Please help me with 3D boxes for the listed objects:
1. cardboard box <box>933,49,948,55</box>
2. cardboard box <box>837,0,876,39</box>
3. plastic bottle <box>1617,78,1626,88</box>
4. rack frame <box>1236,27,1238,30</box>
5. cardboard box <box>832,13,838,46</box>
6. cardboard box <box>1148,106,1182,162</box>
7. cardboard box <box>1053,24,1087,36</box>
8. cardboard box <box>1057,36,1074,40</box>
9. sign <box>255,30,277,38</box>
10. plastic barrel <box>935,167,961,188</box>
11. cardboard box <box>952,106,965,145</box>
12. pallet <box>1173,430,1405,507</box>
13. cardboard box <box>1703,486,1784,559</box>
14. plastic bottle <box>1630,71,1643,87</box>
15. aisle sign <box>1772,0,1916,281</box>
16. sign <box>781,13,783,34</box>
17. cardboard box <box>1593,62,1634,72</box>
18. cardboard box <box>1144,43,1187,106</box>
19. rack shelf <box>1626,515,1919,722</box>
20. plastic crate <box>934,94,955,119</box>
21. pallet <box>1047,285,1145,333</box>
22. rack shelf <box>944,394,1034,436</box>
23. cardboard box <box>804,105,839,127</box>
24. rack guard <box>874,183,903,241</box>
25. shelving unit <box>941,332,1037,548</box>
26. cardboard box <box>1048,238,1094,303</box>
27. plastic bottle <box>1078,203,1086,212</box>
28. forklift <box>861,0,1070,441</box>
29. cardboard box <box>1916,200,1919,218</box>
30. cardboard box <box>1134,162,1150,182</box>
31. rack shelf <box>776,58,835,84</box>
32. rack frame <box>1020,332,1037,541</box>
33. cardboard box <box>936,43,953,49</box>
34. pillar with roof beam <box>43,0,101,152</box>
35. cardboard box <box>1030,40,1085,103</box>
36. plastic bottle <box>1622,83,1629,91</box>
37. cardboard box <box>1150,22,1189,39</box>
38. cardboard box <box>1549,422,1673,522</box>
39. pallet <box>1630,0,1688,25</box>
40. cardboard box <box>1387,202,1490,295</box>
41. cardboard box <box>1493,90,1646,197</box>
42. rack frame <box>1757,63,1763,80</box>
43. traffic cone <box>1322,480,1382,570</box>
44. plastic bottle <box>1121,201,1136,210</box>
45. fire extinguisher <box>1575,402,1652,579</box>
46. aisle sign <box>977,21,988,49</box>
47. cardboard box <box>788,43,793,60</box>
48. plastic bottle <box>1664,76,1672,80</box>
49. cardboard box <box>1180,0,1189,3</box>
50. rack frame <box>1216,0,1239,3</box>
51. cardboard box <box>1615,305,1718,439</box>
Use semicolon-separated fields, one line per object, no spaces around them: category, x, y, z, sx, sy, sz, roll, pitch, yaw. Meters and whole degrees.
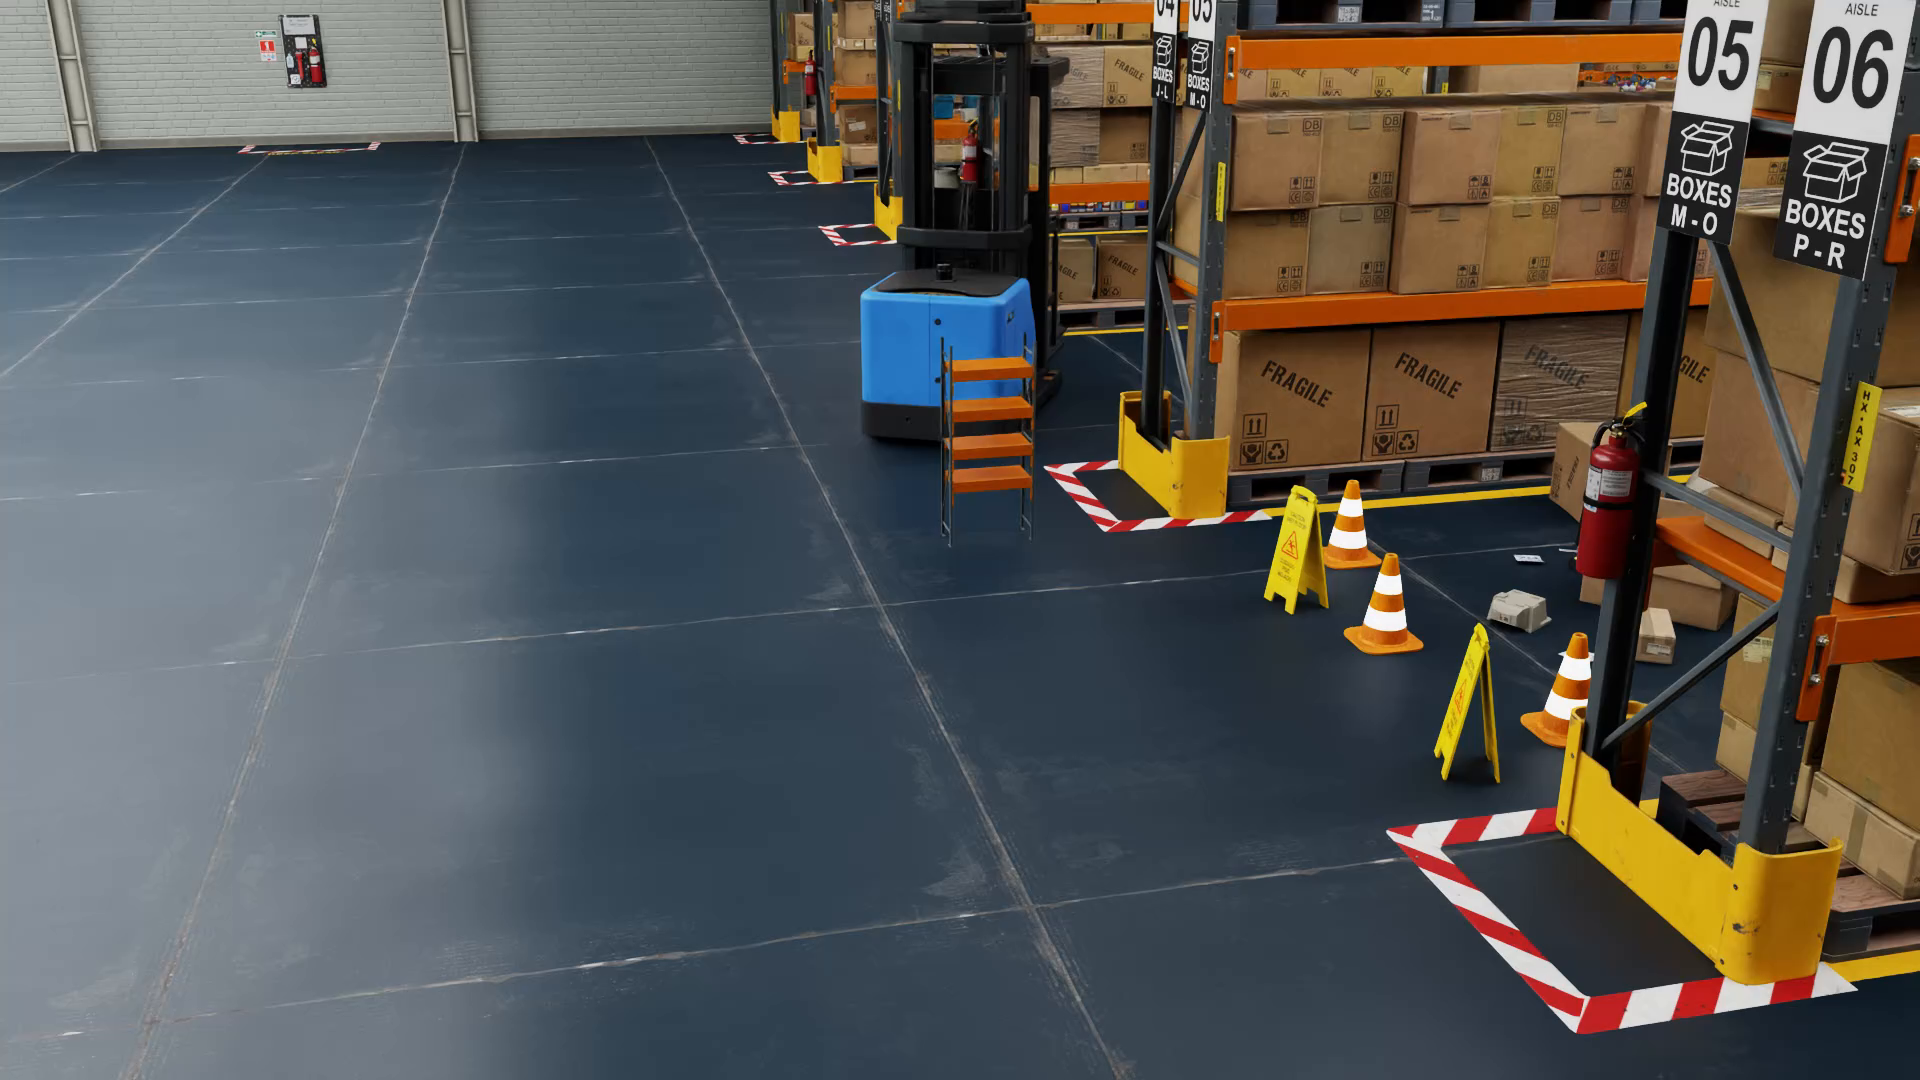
cardboard box;-0.496;-6.882;24.096;0.500;0.500;0.700;-5;21;-12
cardboard box;-1.439;-7.415;23.664;0.500;0.500;0.700;-5;21;-12
plastic bottle;8.594;-5.874;21.658;0.133;0.283;0.061;-5;21;-12
rack frame;3.081;-5.380;20.141;0.127;3.000;1.000;-5;21;-12
cardboard box;-2.074;-8.644;28.149;0.500;0.500;0.500;-5;21;-12
cardboard box;1.825;-3.732;15.063;0.500;0.500;0.875;-5;21;-12
cardboard box;1.514;-7.657;24.326;0.500;0.500;0.700;-5;21;-12
cardboard box;1.488;-7.278;24.233;0.250;0.149;0.380;-5;21;-14
sign;-11.417;-8.321;27.346;0.331;0.109;0.001;-5;21;-12
plastic barrel;-0.189;-4.170;19.845;0.421;0.512;0.421;0;20;0
cardboard box;0.085;-6.066;24.310;0.500;0.500;0.500;-5;21;-12
pallet;2.131;-0.518;10.921;1.213;0.211;1.003;-5;21;-12
cardboard box;2.923;-0.072;6.015;0.250;0.149;0.380;-4;20;-11
plastic bottle;8.855;-5.963;21.803;0.185;0.351;0.144;-5;21;-12
aisle sign;2.619;-1.201;4.952;0.004;0.787;0.394;-5;21;-12
sign;-2.966;-8.605;27.685;0.005;0.325;0.100;-5;21;-12
cardboard box;10.289;-7.668;26.241;0.500;0.500;0.500;-4;21;-11
cardboard box;1.900;-4.091;14.591;0.500;0.500;0.500;-5;21;-12
rack shelf;4.555;0.091;6.251;4.000;0.370;1.077;-5;21;-12
plastic crate;-0.394;-5.134;19.684;0.616;0.251;0.499;-5;21;-12
pallet;1.201;-2.155;15.390;1.213;0.211;1.003;-5;21;-12
rack shelf;0.161;-0.723;9.590;0.480;0.148;0.258;-5;21;-12
cardboard box;-2.397;-7.349;28.784;0.500;0.311;0.500;-7;21;-19
rack guard;-0.749;-3.912;19.766;0.348;0.500;1.175;-5;21;-12
shelving unit;0.161;-0.576;9.644;0.503;1.200;0.258;-5;21;-12
cardboard box;0.939;-2.473;15.228;0.500;0.500;0.500;-1;20;-2
plastic bottle;1.455;-4.063;19.873;0.097;0.271;0.097;0;20;0
forklift;0.180;-2.500;12.378;1.130;2.935;3.031;5;21;14
cardboard box;3.549;-0.896;5.867;0.500;0.500;0.700;-4;21;-12
cardboard box;1.638;-3.303;14.835;0.250;0.149;0.380;-5;21;-12
rack shelf;-1.145;-8.200;28.886;4.000;0.370;1.077;-5;21;-12
rack frame;0.399;-0.596;9.697;0.015;1.200;0.240;-5;21;-12
cardboard box;-0.264;-7.135;23.843;0.250;0.149;0.380;-5;21;-13
pillar with roof beam;-13.297;-9.151;21.713;0.400;9.000;9.100;-5;21;-12
cardboard box;0.806;-4.188;14.855;0.500;0.500;0.500;-5;21;-12
plastic bottle;8.393;-5.628;21.004;0.097;0.271;0.097;0;20;0
cardboard box;3.701;-9.173;29.709;0.500;0.500;0.700;-7;21;-18
cardboard box;3.989;-0.415;10.217;0.500;0.500;0.500;-1;20;-3
pallet;4.465;-3.360;10.393;1.213;0.211;1.003;-5;21;-12
cardboard box;2.826;-1.906;10.438;0.550;0.550;0.875;-5;21;-12
cardboard box;3.831;-2.535;10.585;0.550;0.550;0.875;-5;21;-12
rack frame;8.113;-4.039;16.480;0.127;3.000;1.000;-5;21;-12
traffic cone;2.215;-0.113;9.450;0.334;0.463;0.336;-5;21;-12
plastic bottle;2.019;-4.155;20.007;0.185;0.351;0.144;-5;21;-13
fire extinguisher;2.391;-0.197;6.105;0.183;0.674;0.296;-5;21;-12
aisle sign;0.199;-4.722;14.565;0.004;0.787;0.394;-5;21;-12
cardboard box;-2.681;-8.421;28.630;0.500;0.250;0.500;-4;21;-12
plastic bottle;8.975;-5.721;21.143;0.185;0.351;0.144;-5;21;-12
cardboard box;1.840;-4.776;14.349;0.500;0.250;0.500;-5;21;-13
rack frame;1.371;-4.554;9.165;0.127;3.000;1.000;-5;21;-12
cardboard box;4.635;-1.227;11.282;0.875;0.875;0.875;-4;21;-12
